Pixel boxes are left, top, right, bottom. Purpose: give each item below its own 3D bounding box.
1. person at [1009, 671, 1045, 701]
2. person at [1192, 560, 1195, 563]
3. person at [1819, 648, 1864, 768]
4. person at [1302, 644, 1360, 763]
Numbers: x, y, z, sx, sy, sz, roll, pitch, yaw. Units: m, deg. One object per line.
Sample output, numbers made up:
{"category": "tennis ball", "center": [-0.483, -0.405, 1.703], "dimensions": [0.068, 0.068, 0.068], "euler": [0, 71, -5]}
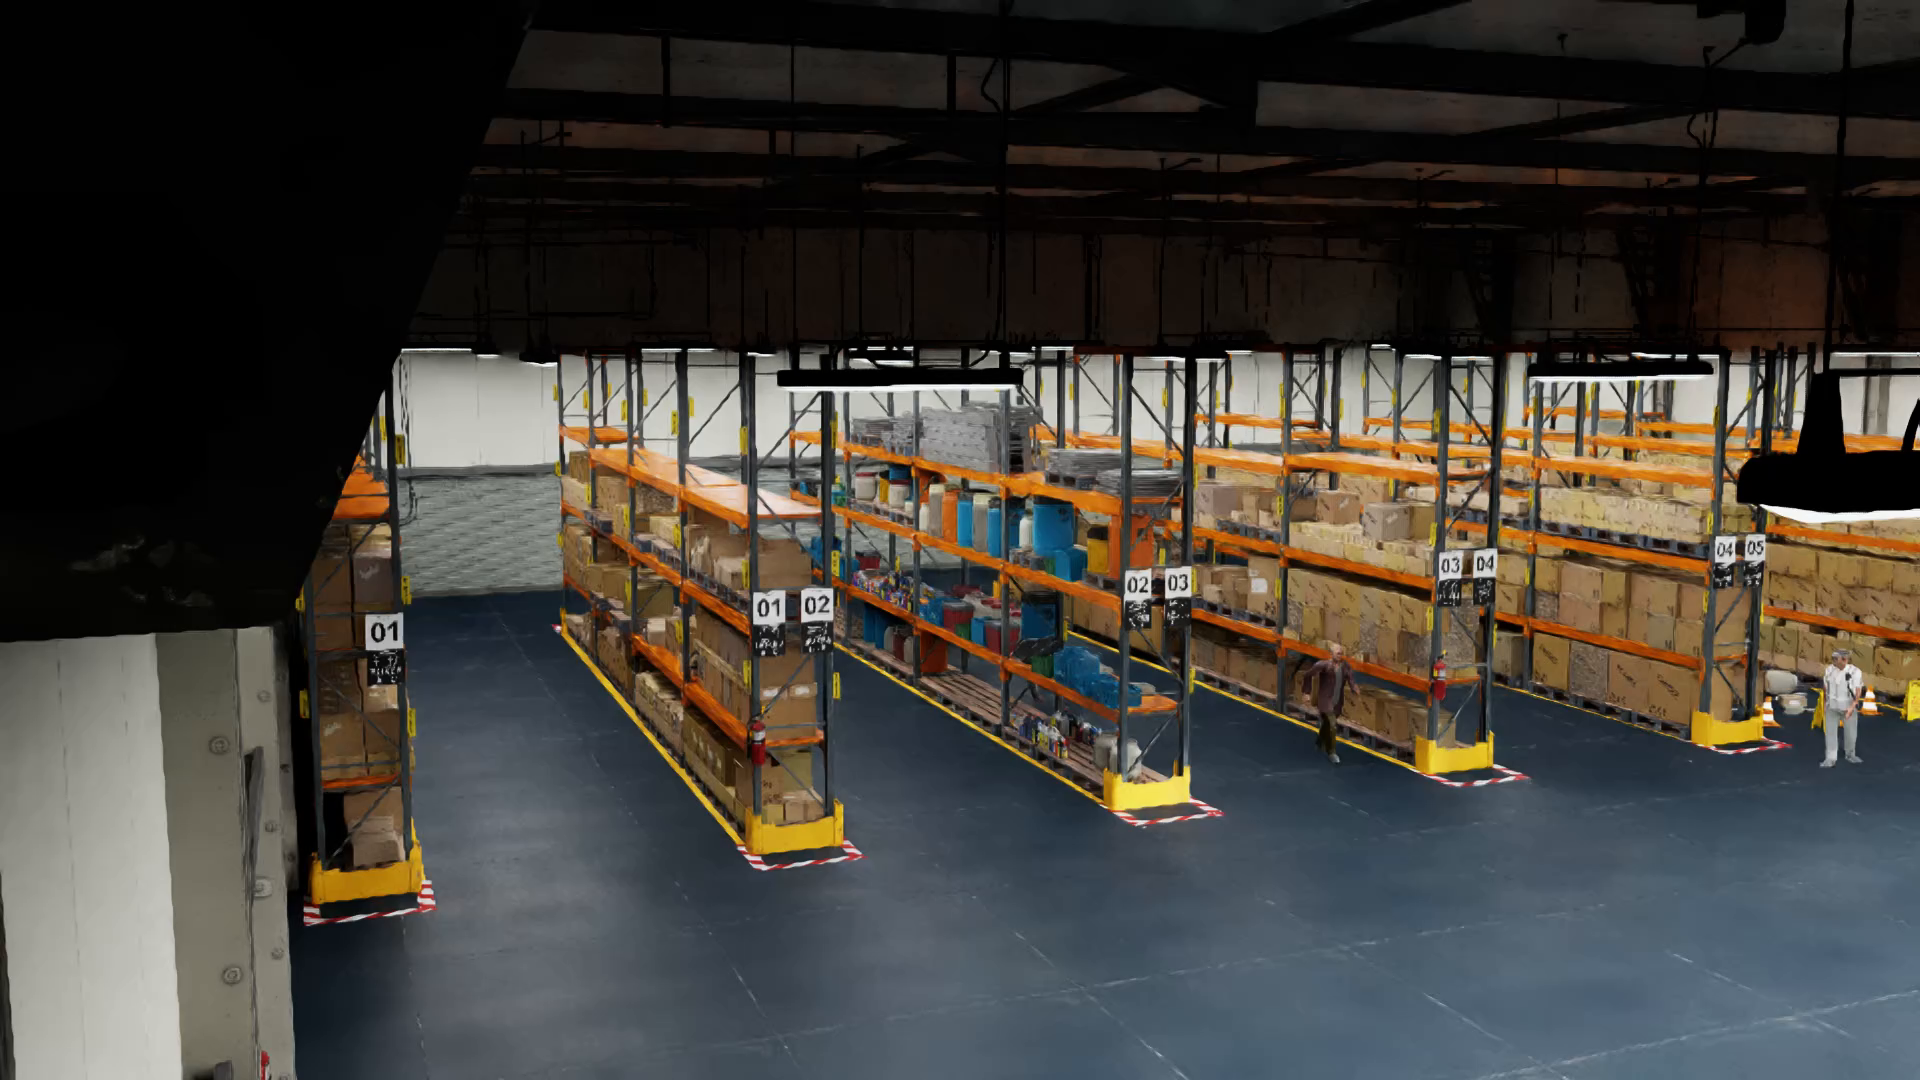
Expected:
{"category": "person", "center": [1.043, 1.931, 28.377], "dimensions": [0.468, 1.577, 1.028], "euler": [-4, 8, -29]}
{"category": "person", "center": [4.755, 1.161, 34.695], "dimensions": [0.624, 1.555, 0.850], "euler": [-4, 8, -26]}
{"category": "person", "center": [12.797, 2.411, 24.109], "dimensions": [0.569, 1.739, 0.723], "euler": [7, 10, 43]}
{"category": "person", "center": [5.488, 2.362, 24.598], "dimensions": [0.733, 1.709, 0.928], "euler": [-3, 8, -23]}
